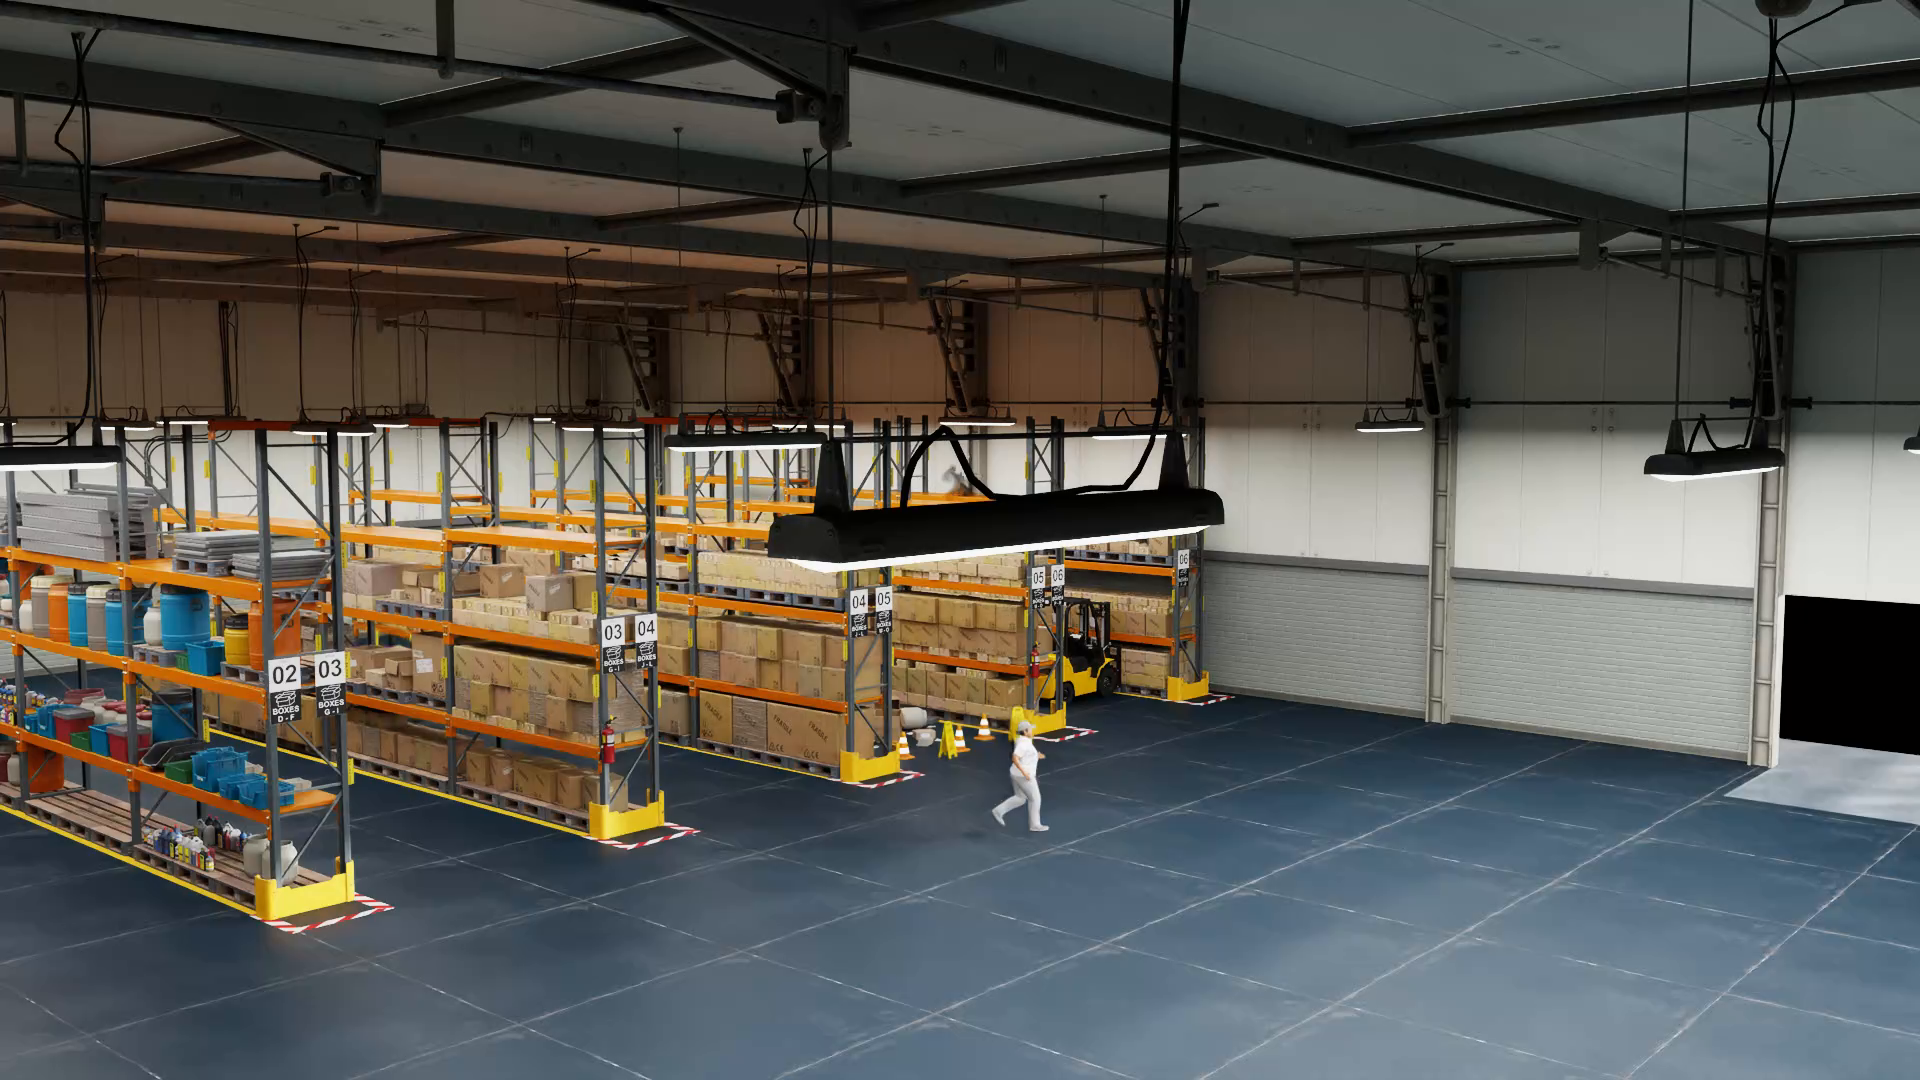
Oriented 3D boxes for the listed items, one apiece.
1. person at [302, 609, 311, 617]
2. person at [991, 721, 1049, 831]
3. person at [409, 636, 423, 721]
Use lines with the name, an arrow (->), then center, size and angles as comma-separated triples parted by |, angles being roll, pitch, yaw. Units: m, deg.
person -> -15.075, 2.355, 38.157 | 0.675, 1.644, 0.904 | 0, 5, 0
person -> 0.893, 3.468, 24.426 | 0.855, 1.644, 0.610 | -1, 5, -10
person -> -10.728, 2.728, 32.940 | 0.569, 1.721, 0.674 | 4, 6, 40
